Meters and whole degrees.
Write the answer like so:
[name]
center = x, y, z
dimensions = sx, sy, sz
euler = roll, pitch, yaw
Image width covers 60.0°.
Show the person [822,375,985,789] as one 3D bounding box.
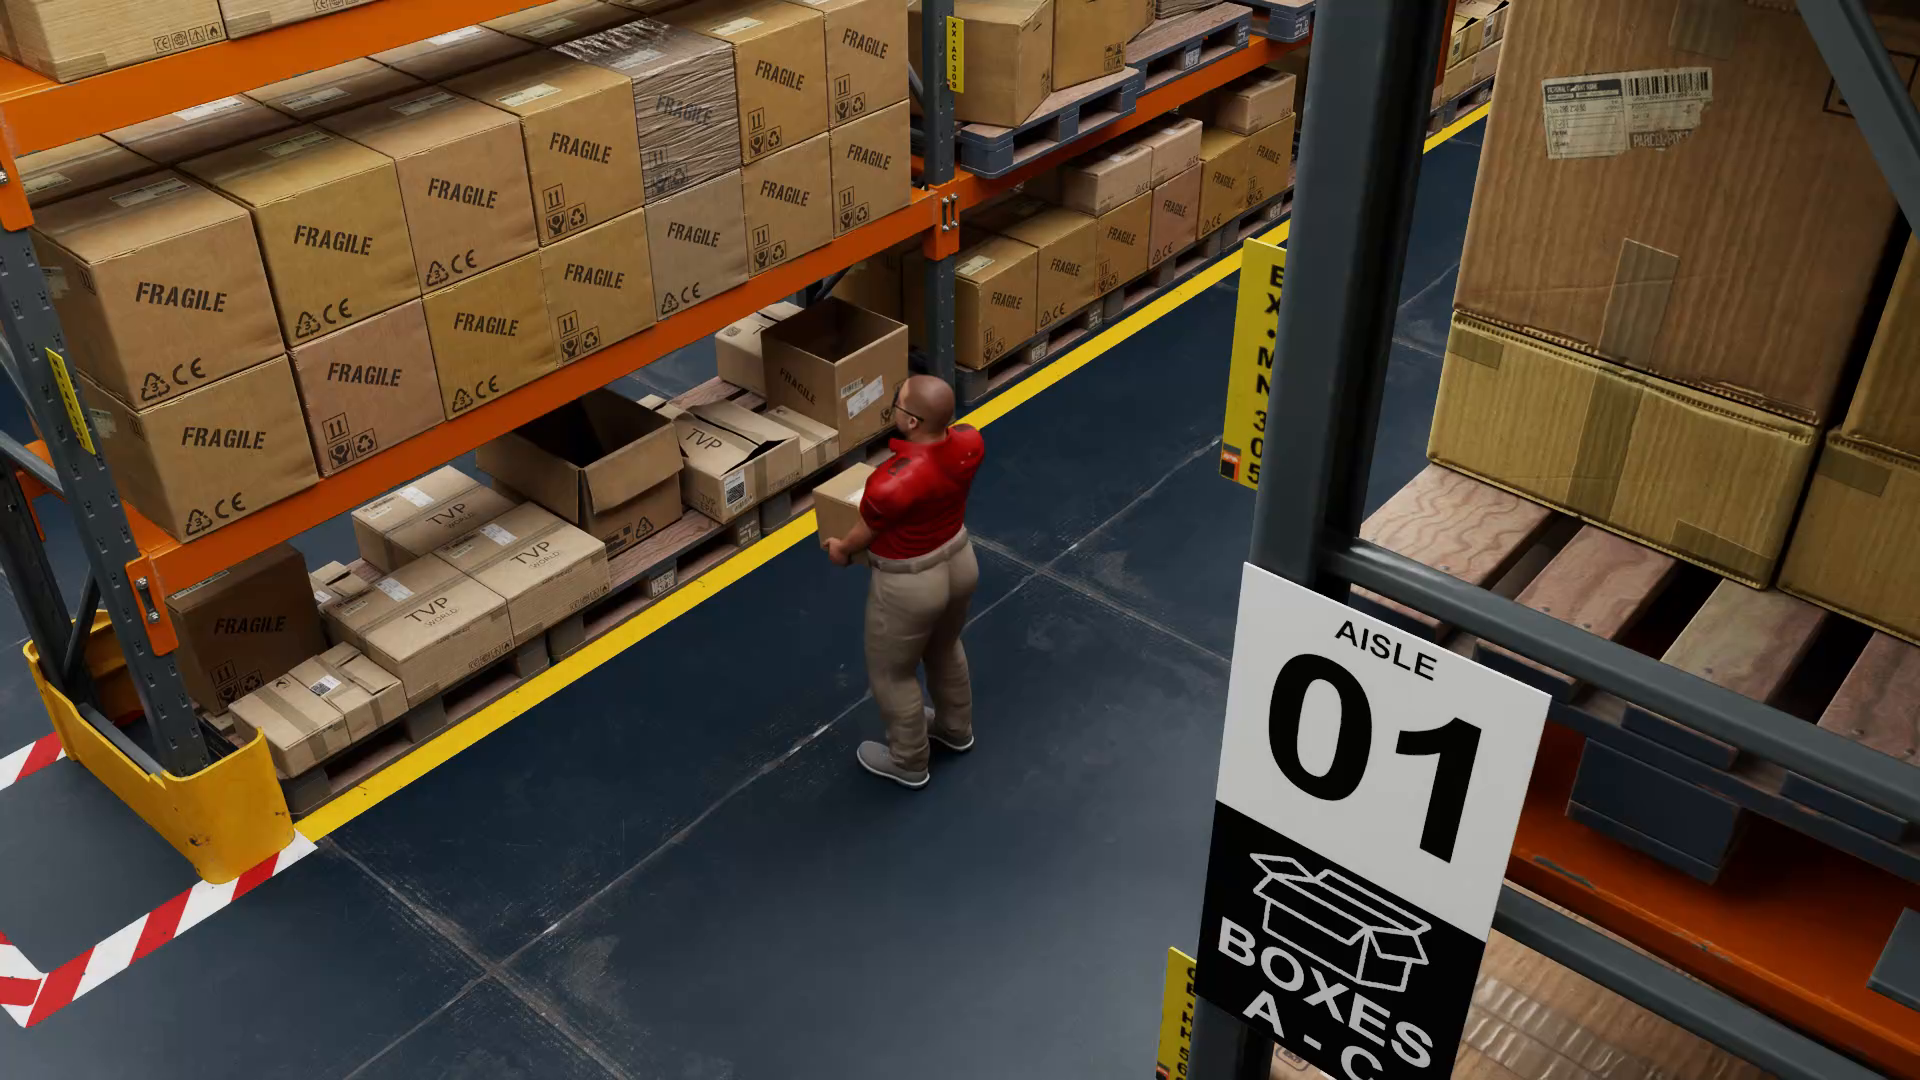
[person]
center = -0.223, 0.110, 6.012
dimensions = 0.531, 1.713, 0.494
euler = 26, 43, 32
